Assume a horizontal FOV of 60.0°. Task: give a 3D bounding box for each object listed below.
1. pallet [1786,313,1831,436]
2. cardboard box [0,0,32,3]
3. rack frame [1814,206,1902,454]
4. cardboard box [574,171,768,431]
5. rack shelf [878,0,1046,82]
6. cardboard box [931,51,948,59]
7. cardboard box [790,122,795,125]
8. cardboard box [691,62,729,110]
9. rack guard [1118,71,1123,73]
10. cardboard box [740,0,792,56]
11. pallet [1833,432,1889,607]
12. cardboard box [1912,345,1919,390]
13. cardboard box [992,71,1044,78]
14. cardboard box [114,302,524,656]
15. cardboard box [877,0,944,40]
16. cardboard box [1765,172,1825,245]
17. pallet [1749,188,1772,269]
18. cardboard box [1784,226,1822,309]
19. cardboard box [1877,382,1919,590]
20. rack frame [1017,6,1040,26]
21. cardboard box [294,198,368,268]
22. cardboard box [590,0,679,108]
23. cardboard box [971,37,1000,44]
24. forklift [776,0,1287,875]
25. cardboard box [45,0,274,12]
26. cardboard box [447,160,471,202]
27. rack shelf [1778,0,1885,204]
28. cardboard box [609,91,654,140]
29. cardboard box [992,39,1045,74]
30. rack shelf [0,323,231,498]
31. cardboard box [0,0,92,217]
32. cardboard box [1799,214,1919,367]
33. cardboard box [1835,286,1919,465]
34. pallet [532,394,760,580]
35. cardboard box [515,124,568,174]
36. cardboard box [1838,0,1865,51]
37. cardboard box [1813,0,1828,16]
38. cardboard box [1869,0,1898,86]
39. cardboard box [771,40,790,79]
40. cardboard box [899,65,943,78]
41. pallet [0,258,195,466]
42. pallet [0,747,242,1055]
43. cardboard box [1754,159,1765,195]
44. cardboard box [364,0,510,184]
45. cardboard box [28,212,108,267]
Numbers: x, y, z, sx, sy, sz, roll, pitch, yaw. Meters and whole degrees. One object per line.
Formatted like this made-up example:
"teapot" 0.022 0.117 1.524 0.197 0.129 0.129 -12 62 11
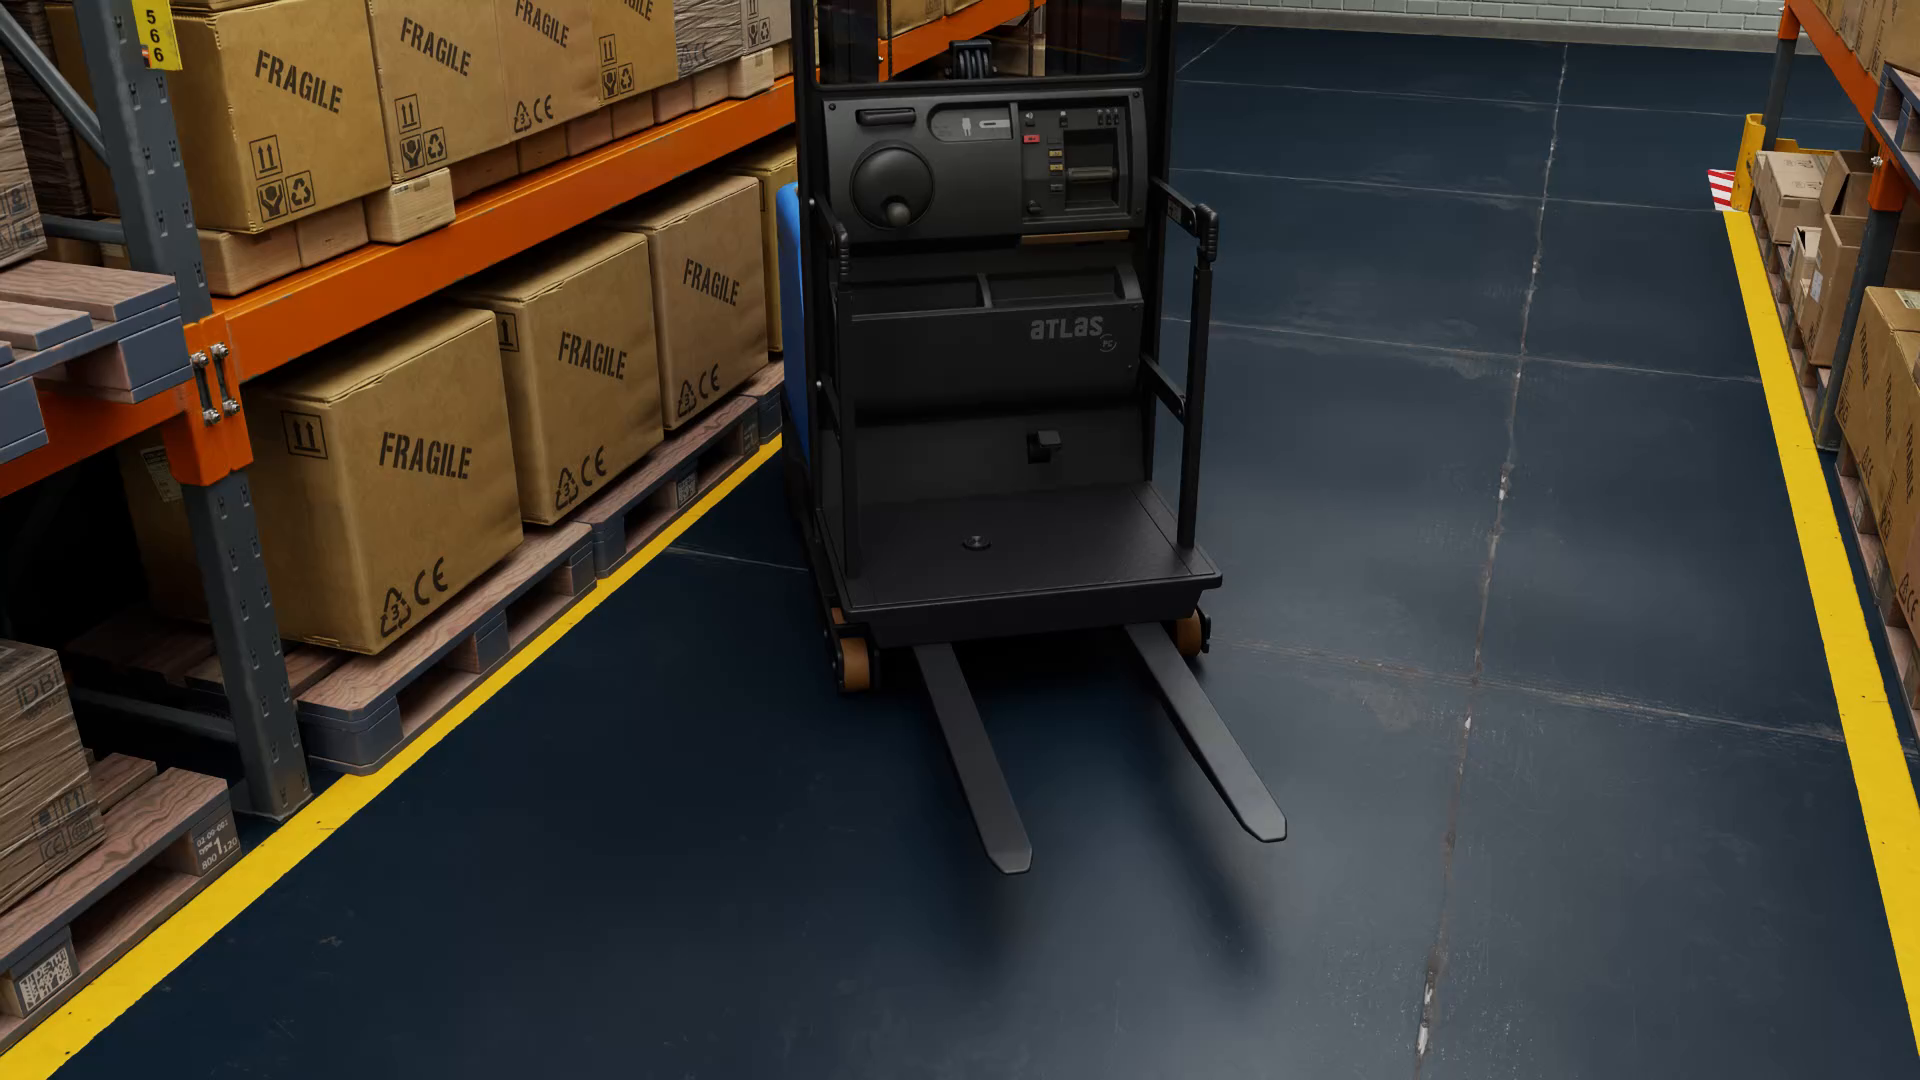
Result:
"pallet" 4.051 -0.674 6.900 1.003 0.211 1.213 9 27 17
"cardboard box" -2.276 -1.470 4.004 0.500 0.250 0.500 10 27 19
"rack frame" 3.822 -1.647 5.710 1.000 3.000 0.127 9 27 17
"cardboard box" -1.238 -0.934 6.222 0.750 0.750 0.750 10 27 19
"rack shelf" -0.185 -2.862 9.045 1.077 0.370 4.000 9 27 17
"cardboard box" -0.141 -2.726 9.581 0.380 0.149 0.250 9 27 18
"cardboard box" -0.741 -1.982 8.043 0.380 0.149 0.250 9 27 17
"cardboard box" -1.063 -1.665 6.012 0.380 0.149 0.250 9 27 17
"rack guard" 0.488 -2.893 11.151 1.175 0.500 0.348 9 27 17
"cardboard box" -0.927 -2.115 6.196 0.500 0.500 0.500 9 27 18
"pallet" 3.587 -0.052 5.616 1.003 0.211 1.213 9 27 17
"cardboard box" 3.098 -0.483 4.809 0.500 0.250 0.500 9 27 18
"cardboard box" 0.175 -2.564 9.990 0.700 0.500 0.500 9 27 17
"cardboard box" -1.814 -0.225 4.757 0.750 0.750 0.750 8 27 17
"cardboard box" -0.655 -2.720 7.581 0.980 0.700 0.700 9 27 18
"cardboard box" 4.371 -1.658 8.383 0.500 0.250 0.500 9 27 17
"pallet" 4.863 -1.677 8.971 1.003 0.211 1.213 9 27 17
"cardboard box" 3.993 -1.219 7.405 0.500 0.311 0.500 9 27 17
"cardboard box" 3.090 -0.132 4.943 0.500 0.500 0.500 9 27 18
"rack frame" 0.480 -4.008 10.586 1.000 3.000 0.127 9 27 17
"cardboard box" -1.762 -0.820 4.267 0.380 0.149 0.250 9 27 18
"cardboard box" -1.264 -1.703 5.347 0.500 0.500 0.500 10 27 19
"cardboard box" 0.027 -2.934 10.009 0.380 0.149 0.250 9 27 18
"forklift" 0.125 -1.051 4.556 1.130 2.935 3.031 -5 26 -10
"cardboard box" -1.778 -1.407 3.874 0.500 0.250 0.500 9 27 19
"cardboard box" -1.626 -1.038 4.718 0.380 0.149 0.250 8 27 17
"rack shelf" 4.487 -2.145 7.564 1.077 0.370 4.000 9 27 17
"cardboard box" -1.260 -1.457 5.582 0.380 0.149 0.250 10 27 19
"cardboard box" 0.386 -2.877 9.893 0.380 0.149 0.250 9 27 19
"rack shelf" -2.848 0.425 2.255 1.077 0.370 4.000 9 27 17
"cardboard box" -2.274 -1.140 4.184 0.500 0.500 0.500 9 27 18
"cardboard box" 3.744 -0.995 6.727 0.500 0.500 0.500 9 27 17
"cardboard box" 3.431 -0.557 5.821 0.500 0.500 0.500 8 27 15
"pallet" -1.441 -0.278 6.082 1.003 0.211 1.213 9 27 17
"cardboard box" -1.452 -1.251 5.156 0.380 0.149 0.250 9 27 18
"cardboard box" 4.085 -2.358 7.064 0.500 0.500 0.500 9 27 19
"cardboard box" 4.420 -2.773 7.921 0.500 0.500 0.500 9 27 17
"cardboard box" 3.746 -1.935 6.189 0.500 0.500 0.500 9 27 18
"cardboard box" -0.887 -1.873 6.442 0.380 0.149 0.250 10 27 19
"cardboard box" -0.311 -2.517 9.148 0.380 0.149 0.250 8 27 17
"pallet" -2.319 -0.326 3.201 1.213 0.211 1.003 9 27 17
"pallet" -2.444 0.856 3.740 1.003 0.211 1.213 9 27 17
"cardboard box" 4.606 -1.989 9.162 0.380 0.166 0.250 9 27 17
"cardboard box" -1.596 -1.284 4.482 0.500 0.500 0.500 10 27 19
"cardboard box" -2.315 -0.787 4.199 0.380 0.149 0.250 9 27 18
